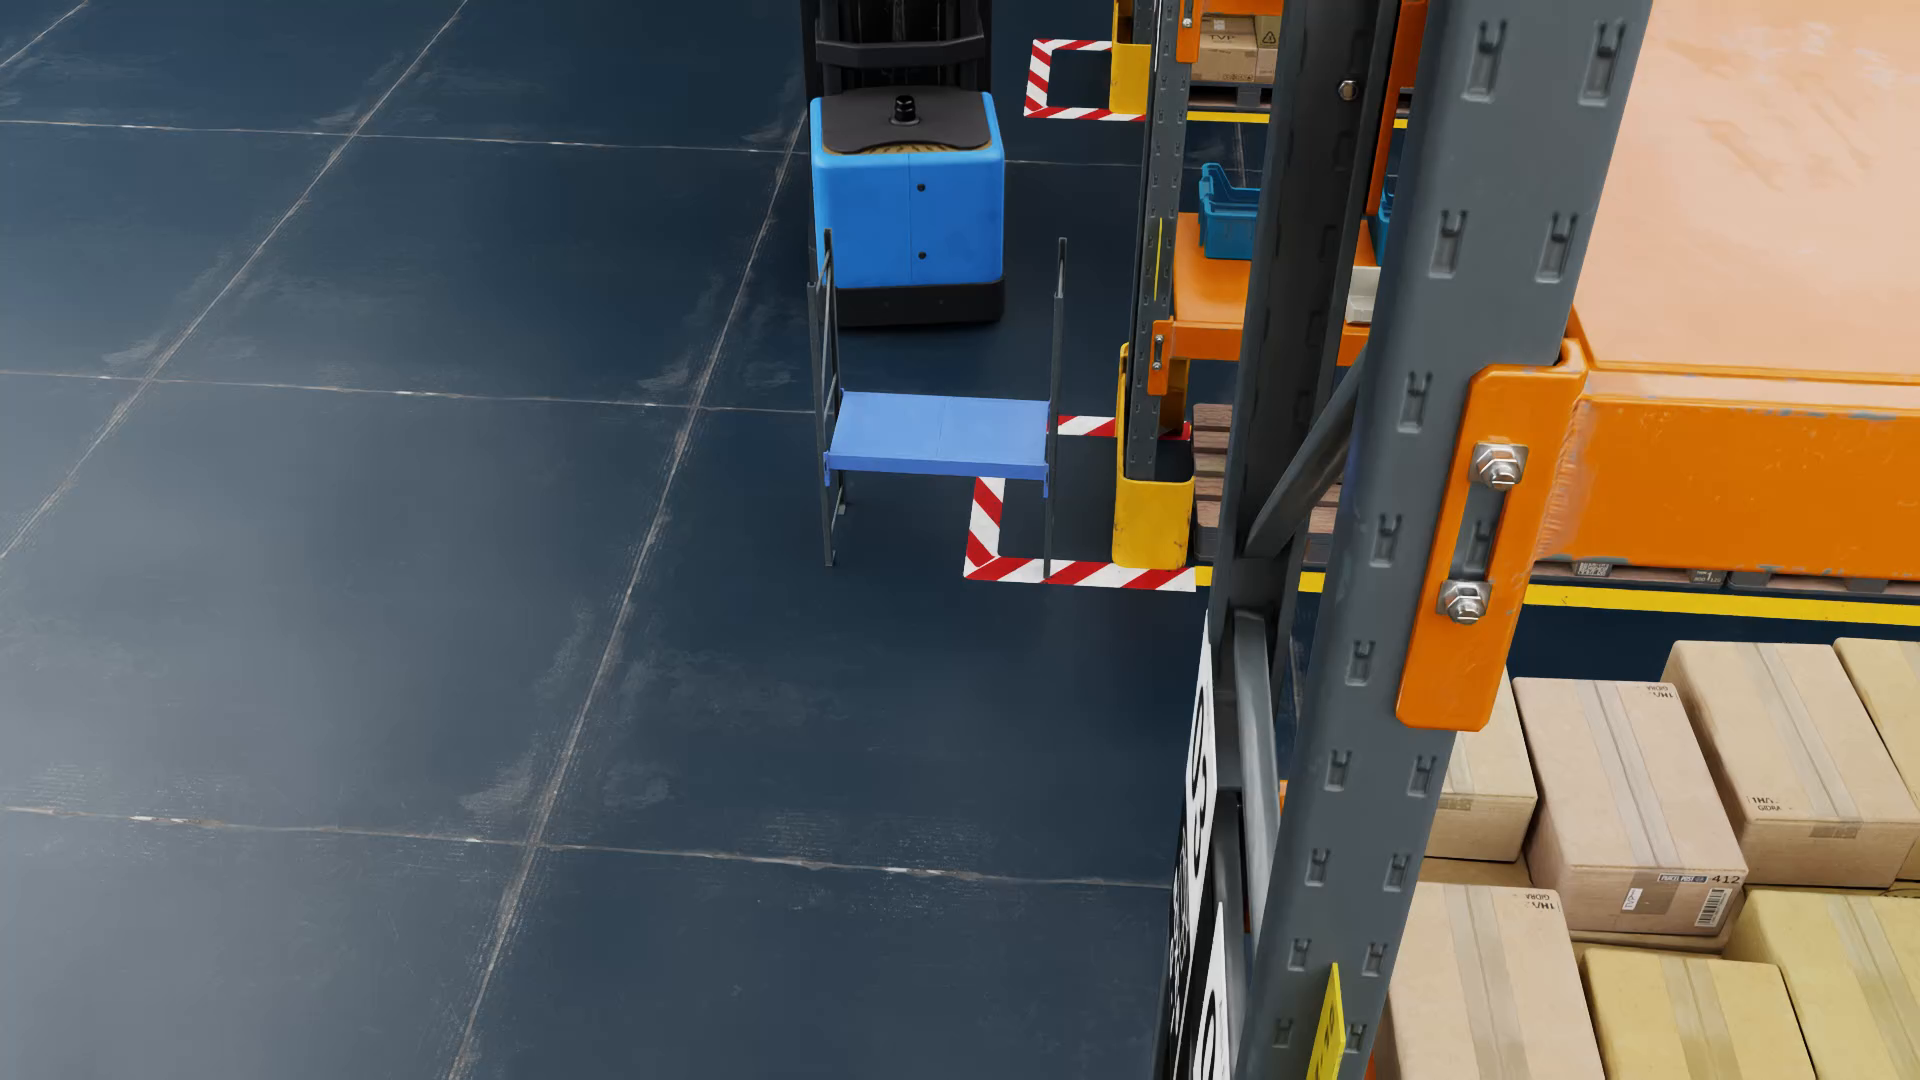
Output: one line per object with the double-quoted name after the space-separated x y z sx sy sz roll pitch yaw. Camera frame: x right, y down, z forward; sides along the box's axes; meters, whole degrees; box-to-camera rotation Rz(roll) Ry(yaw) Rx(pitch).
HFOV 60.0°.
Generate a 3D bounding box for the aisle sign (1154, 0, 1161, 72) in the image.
0.755 -2.199 6.187 0.004 0.787 0.394 3 39 4 "aisle sign"

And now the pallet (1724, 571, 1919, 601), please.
4.171 -0.135 7.919 1.213 0.211 1.003 3 39 4 "pallet"

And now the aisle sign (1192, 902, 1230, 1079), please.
0.337 0.921 2.353 0.004 0.787 0.394 3 39 4 "aisle sign"

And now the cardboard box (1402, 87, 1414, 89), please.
3.292 -3.331 11.482 0.500 0.250 0.500 3 39 4 "cardboard box"

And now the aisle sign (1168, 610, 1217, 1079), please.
0.388 0.544 2.817 0.004 0.787 0.394 3 39 4 "aisle sign"

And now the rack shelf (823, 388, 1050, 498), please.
-0.085 -0.447 7.566 1.000 0.185 0.538 3 39 4 "rack shelf"

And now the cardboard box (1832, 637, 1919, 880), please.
1.511 0.336 2.559 0.250 0.149 0.380 3 39 4 "cardboard box"

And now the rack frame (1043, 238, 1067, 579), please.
0.421 -0.559 7.419 0.032 1.500 0.500 3 39 4 "rack frame"

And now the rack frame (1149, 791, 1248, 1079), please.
0.424 1.744 3.402 0.127 3.000 1.000 3 39 4 "rack frame"

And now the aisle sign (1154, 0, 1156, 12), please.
0.805 -2.570 6.642 0.004 0.787 0.394 3 39 4 "aisle sign"

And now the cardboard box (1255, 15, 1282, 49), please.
2.296 -3.678 11.315 0.500 0.500 0.500 3 39 4 "cardboard box"

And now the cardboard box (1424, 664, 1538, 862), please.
0.728 0.303 2.599 0.250 0.149 0.380 3 39 4 "cardboard box"

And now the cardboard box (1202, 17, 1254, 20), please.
1.842 -3.739 11.984 0.500 0.250 0.500 3 39 4 "cardboard box"

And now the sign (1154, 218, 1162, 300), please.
0.800 -1.133 6.717 0.005 0.325 0.100 3 39 4 "sign"

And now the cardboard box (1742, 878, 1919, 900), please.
1.424 0.531 2.635 0.500 0.250 0.500 3 39 4 "cardboard box"

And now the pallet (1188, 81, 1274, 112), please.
2.048 -3.389 11.917 1.213 0.211 1.003 3 39 4 "pallet"

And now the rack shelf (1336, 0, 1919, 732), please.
2.417 -0.194 1.602 4.000 0.370 1.077 3 39 4 "rack shelf"

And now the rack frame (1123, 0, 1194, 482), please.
0.852 -1.371 7.229 0.127 3.000 1.000 3 39 4 "rack frame"

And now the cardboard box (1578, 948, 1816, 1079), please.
0.929 0.720 2.087 0.250 0.149 0.380 4 39 5 "cardboard box"

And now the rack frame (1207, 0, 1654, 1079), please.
0.424 -0.583 1.508 0.127 3.000 1.000 3 39 4 "rack frame"

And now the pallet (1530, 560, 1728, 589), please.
2.952 -0.199 7.998 1.213 0.211 1.003 3 39 4 "pallet"

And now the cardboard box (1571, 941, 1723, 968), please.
0.882 0.828 2.270 0.500 0.250 0.500 4 39 5 "cardboard box"

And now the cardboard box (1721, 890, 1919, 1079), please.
1.191 0.656 2.166 0.250 0.149 0.380 2 39 3 "cardboard box"

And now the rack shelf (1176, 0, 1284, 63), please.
2.844 -2.146 6.375 4.000 0.370 1.077 3 39 4 "rack shelf"

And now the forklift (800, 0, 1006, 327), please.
-0.382 -3.241 9.580 1.130 2.935 3.031 -3 39 -4 "forklift"

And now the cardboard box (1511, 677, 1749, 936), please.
0.977 0.391 2.491 0.250 0.149 0.380 2 39 2 "cardboard box"

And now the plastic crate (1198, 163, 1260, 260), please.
1.376 -1.474 7.473 0.616 0.251 0.499 3 39 4 "plastic crate"

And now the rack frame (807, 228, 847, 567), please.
-0.592 -0.614 7.487 0.032 1.500 0.500 3 39 4 "rack frame"

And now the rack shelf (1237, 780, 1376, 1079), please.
2.417 0.969 2.548 4.000 0.370 1.077 3 39 4 "rack shelf"

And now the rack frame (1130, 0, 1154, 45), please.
1.283 -4.486 11.056 0.127 3.000 1.000 3 39 4 "rack frame"

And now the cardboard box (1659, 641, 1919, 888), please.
1.259 0.337 2.557 0.250 0.149 0.380 2 39 2 "cardboard box"

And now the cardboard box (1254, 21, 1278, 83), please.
2.296 -3.389 11.553 0.500 0.250 0.500 3 39 4 "cardboard box"

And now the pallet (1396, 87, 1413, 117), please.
3.260 -3.321 11.834 1.213 0.211 1.003 3 39 4 "pallet"

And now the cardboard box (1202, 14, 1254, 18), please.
1.843 -4.031 11.749 0.500 0.500 0.500 3 39 4 "cardboard box"

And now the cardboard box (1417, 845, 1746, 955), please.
0.926 0.505 2.666 0.500 0.250 0.500 4 39 5 "cardboard box"

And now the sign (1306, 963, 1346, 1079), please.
0.378 0.583 1.760 0.005 0.325 0.100 3 39 4 "sign"

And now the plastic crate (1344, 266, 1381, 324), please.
1.715 -1.018 7.004 0.250 0.136 0.298 3 39 4 "plastic crate"

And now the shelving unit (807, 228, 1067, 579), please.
-0.085 -0.586 7.453 1.048 1.500 0.538 3 39 4 "shelving unit"

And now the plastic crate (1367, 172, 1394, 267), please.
2.023 -1.435 7.426 0.408 0.251 0.499 3 39 4 "plastic crate"

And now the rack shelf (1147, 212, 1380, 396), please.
2.844 -0.983 7.322 4.000 0.370 1.077 3 39 4 "rack shelf"

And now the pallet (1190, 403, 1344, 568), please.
1.740 -0.267 8.082 1.213 0.211 1.003 3 39 4 "pallet"

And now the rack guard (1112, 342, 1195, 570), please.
0.931 -0.427 8.049 0.348 0.500 1.175 3 39 4 "rack guard"

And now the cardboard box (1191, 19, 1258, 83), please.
1.798 -3.413 11.584 0.500 0.250 0.500 3 39 4 "cardboard box"

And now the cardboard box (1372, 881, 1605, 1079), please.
0.679 0.645 2.179 0.250 0.149 0.380 3 39 4 "cardboard box"

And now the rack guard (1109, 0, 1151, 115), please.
1.259 -3.518 11.847 0.348 0.500 1.175 3 39 4 "rack guard"
